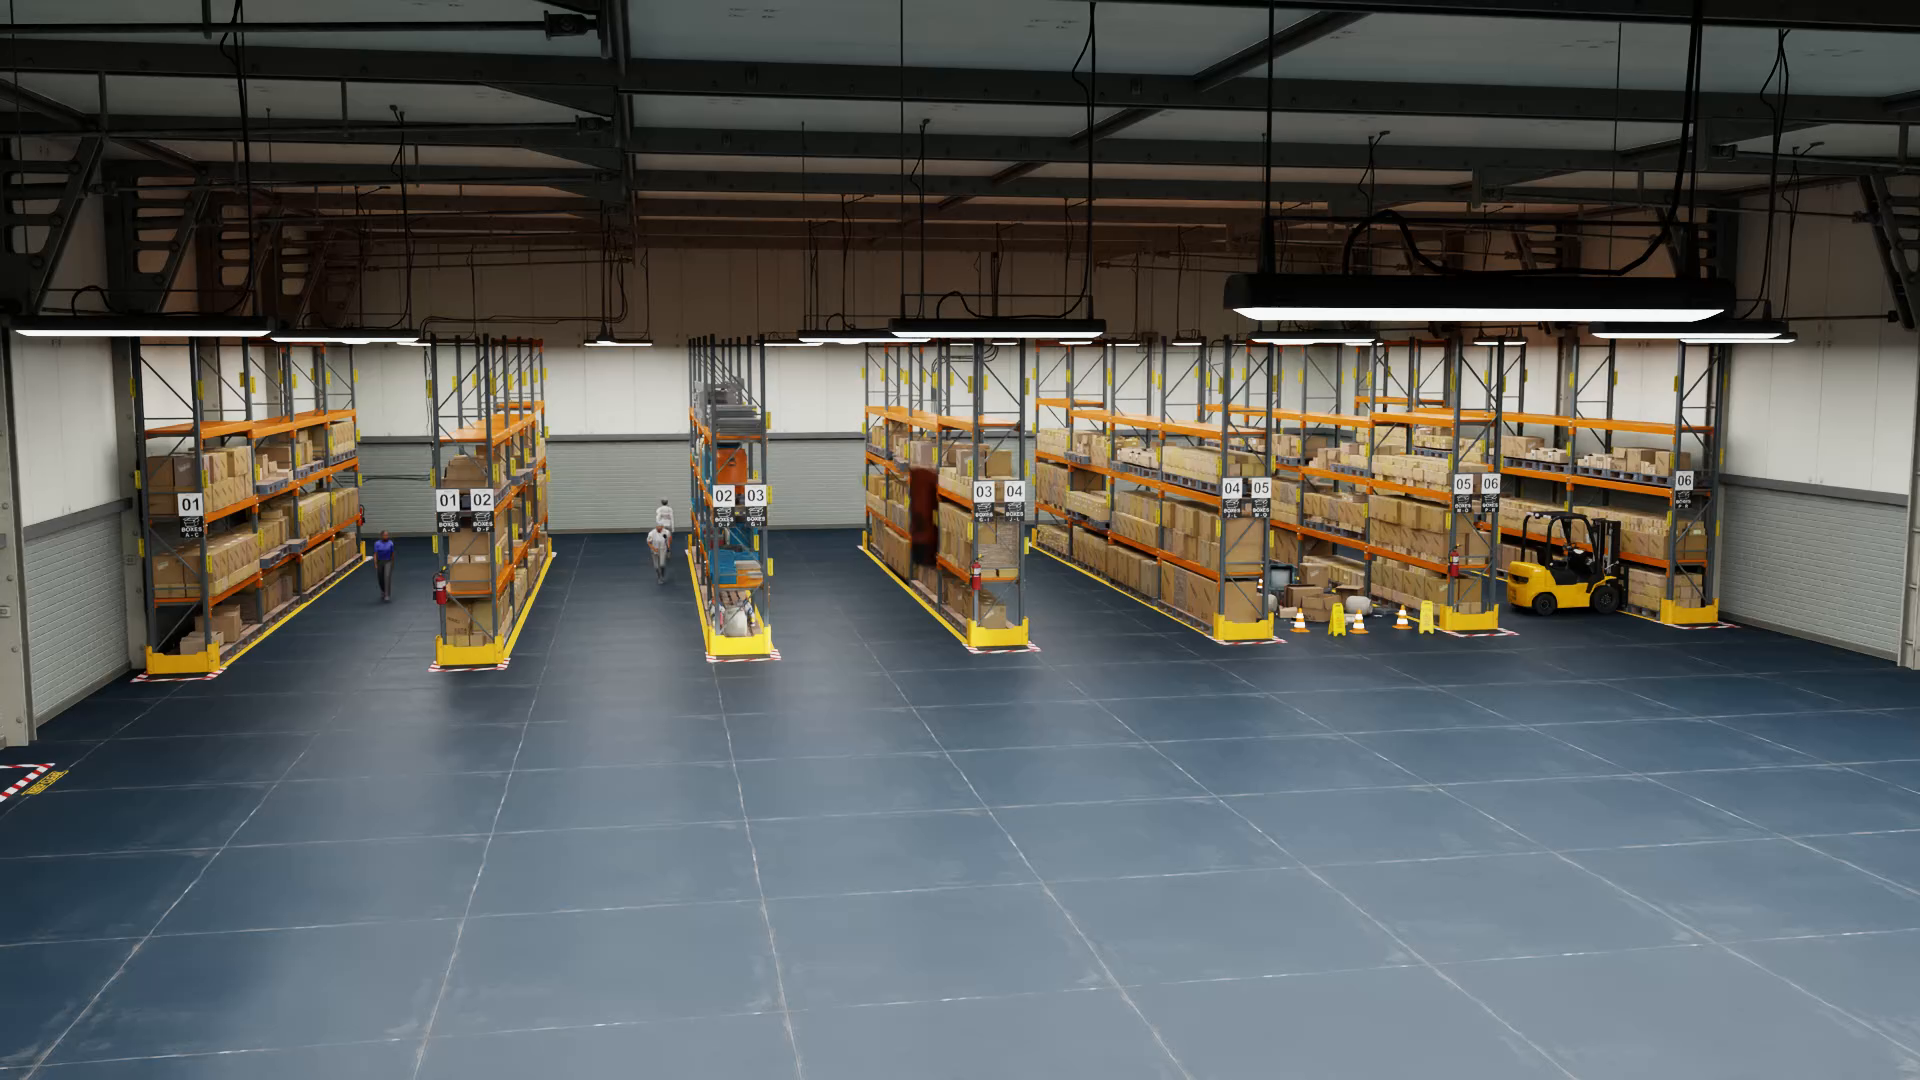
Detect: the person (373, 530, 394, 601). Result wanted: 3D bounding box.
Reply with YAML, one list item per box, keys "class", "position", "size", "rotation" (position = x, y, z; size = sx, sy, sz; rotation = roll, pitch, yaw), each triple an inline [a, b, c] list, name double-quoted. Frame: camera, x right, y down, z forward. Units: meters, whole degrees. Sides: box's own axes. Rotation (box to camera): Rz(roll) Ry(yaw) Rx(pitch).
- class: "person"
  position: [-13.177, 0.553, 38.048]
  size: [0.418, 1.595, 1.045]
  rotation: [-1, 7, -11]

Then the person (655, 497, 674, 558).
- class: "person"
  position: [-8.095, -0.337, 45.627]
  size: [0.520, 1.681, 0.427]
  rotation: [-3, 7, -22]

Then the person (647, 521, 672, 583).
- class: "person"
  position: [-7.332, 0.290, 40.644]
  size: [0.571, 1.574, 0.746]
  rotation: [0, 7, 0]

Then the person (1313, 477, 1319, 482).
- class: "person"
  position: [11.217, -1.128, 52.216]
  size: [1.099, 1.738, 0.570]
  rotation: [-2, 7, -16]
